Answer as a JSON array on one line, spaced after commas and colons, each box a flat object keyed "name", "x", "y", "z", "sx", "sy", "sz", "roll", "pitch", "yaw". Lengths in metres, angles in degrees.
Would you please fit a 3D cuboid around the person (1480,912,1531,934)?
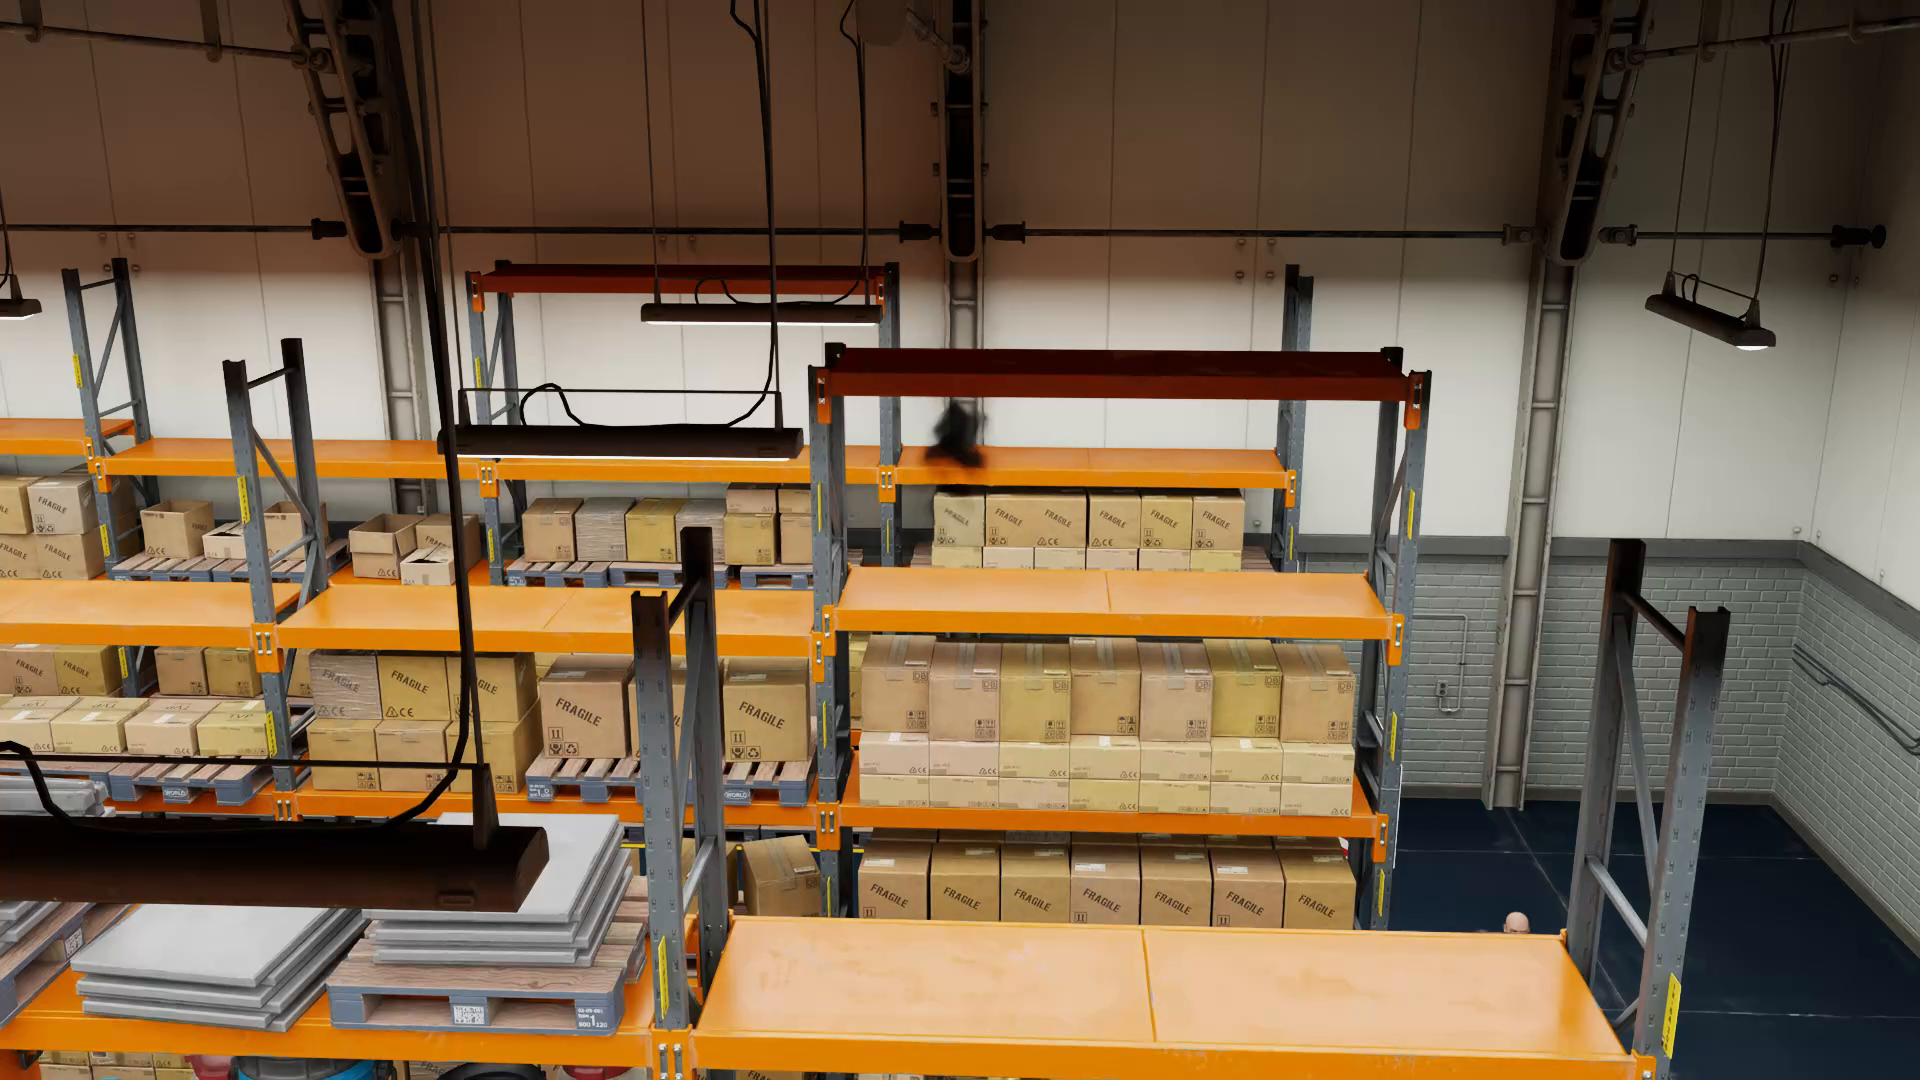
[{"name": "person", "x": 4.203, "y": 3.650, "z": 12.804, "sx": 0.693, "sy": 1.798, "sz": 1.017, "roll": 2, "pitch": 16, "yaw": 8}]
